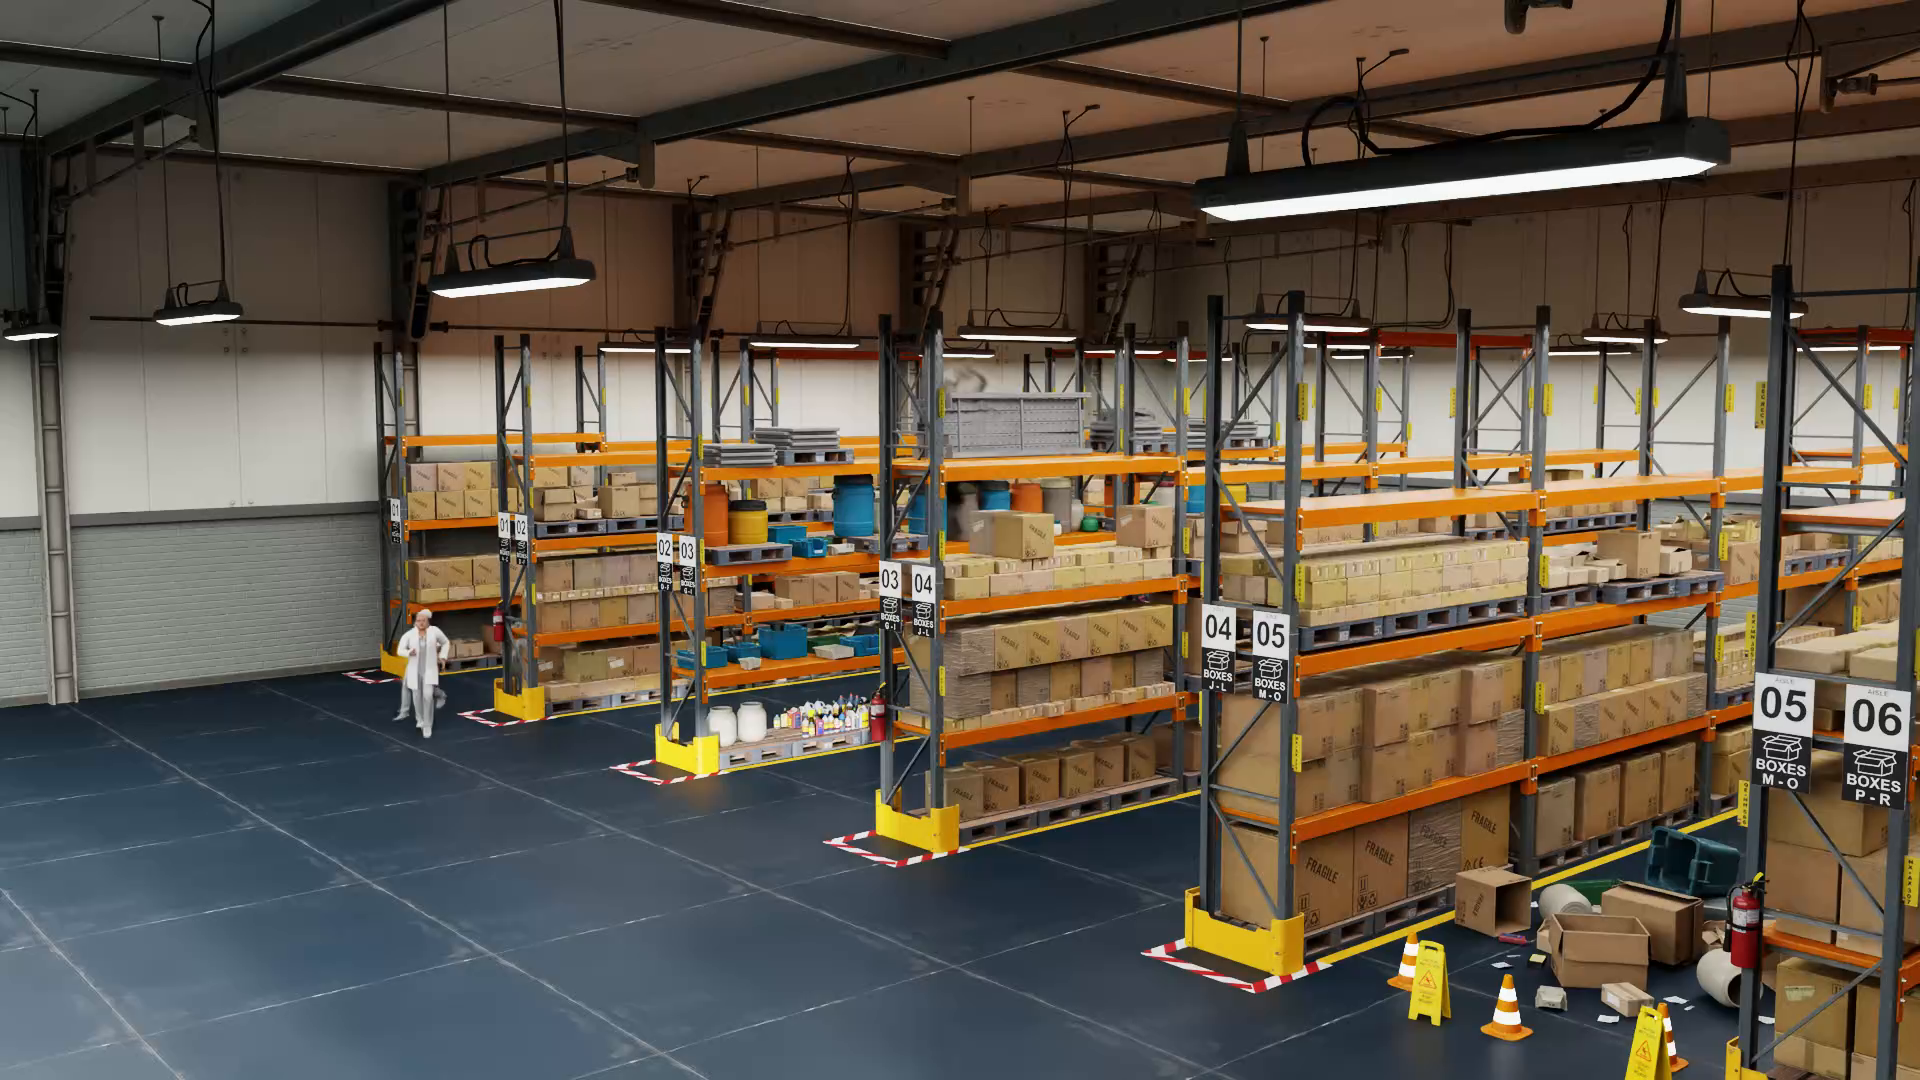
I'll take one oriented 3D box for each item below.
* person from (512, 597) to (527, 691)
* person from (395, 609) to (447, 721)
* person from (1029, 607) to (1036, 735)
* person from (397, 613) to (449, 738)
[{"bbox_3d":[-7.404,1.760,28.342,0.539,1.652,0.643,5,7,41],"label":"person"},{"bbox_3d":[-8.430,1.942,26.191,0.731,1.729,0.866,2,5,18],"label":"person"},{"bbox_3d":[0.947,1.865,23.536,0.639,1.816,0.612,4,7,39],"label":"person"},{"bbox_3d":[-8.037,2.016,24.896,0.712,1.856,0.813,-1,5,-9],"label":"person"}]
